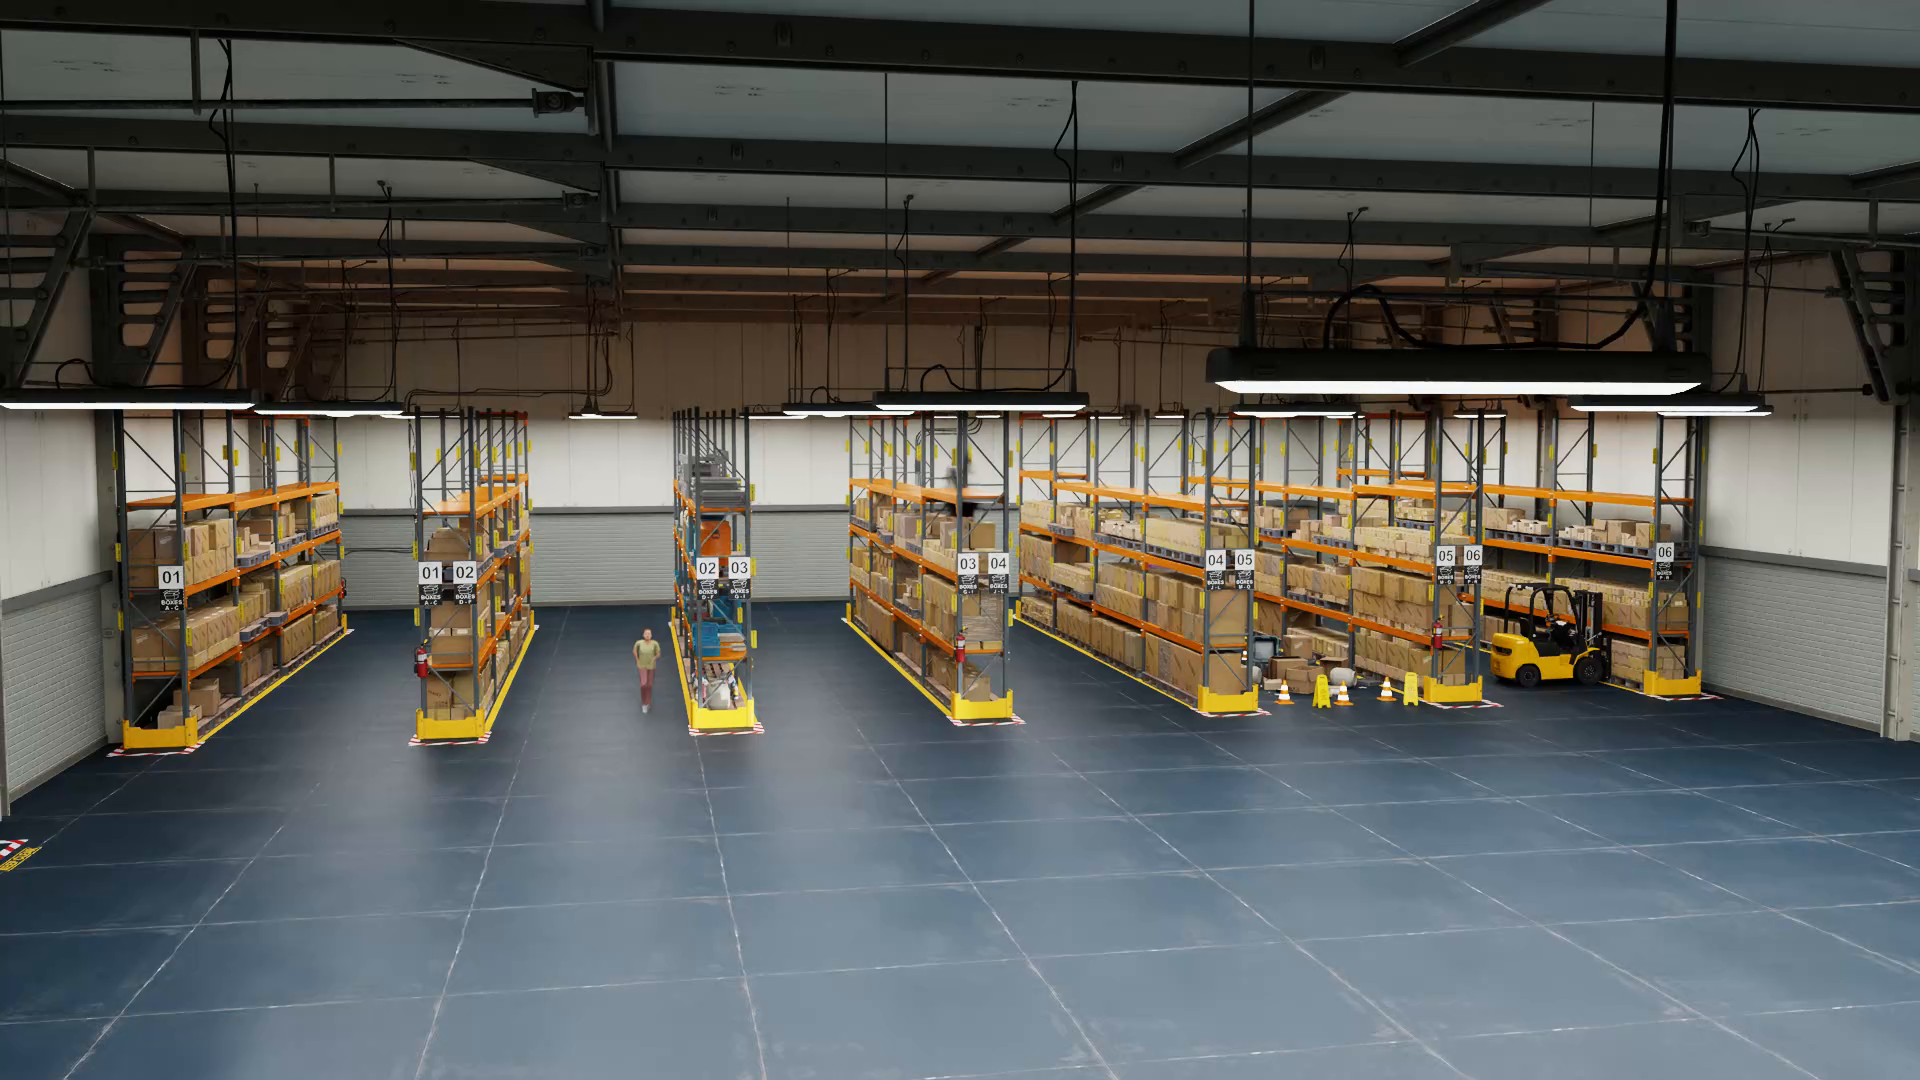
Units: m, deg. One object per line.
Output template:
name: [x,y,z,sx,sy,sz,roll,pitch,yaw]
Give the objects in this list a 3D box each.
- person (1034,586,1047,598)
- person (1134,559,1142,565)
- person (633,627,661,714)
person: [2.435,1.289,49.874,0.878,1.764,0.659,2,4,24]
person: [5.411,1.271,50.668,0.607,1.724,0.702,-1,4,-15]
person: [-6.181,2.565,32.897,0.493,1.700,0.799,-2,4,-21]
